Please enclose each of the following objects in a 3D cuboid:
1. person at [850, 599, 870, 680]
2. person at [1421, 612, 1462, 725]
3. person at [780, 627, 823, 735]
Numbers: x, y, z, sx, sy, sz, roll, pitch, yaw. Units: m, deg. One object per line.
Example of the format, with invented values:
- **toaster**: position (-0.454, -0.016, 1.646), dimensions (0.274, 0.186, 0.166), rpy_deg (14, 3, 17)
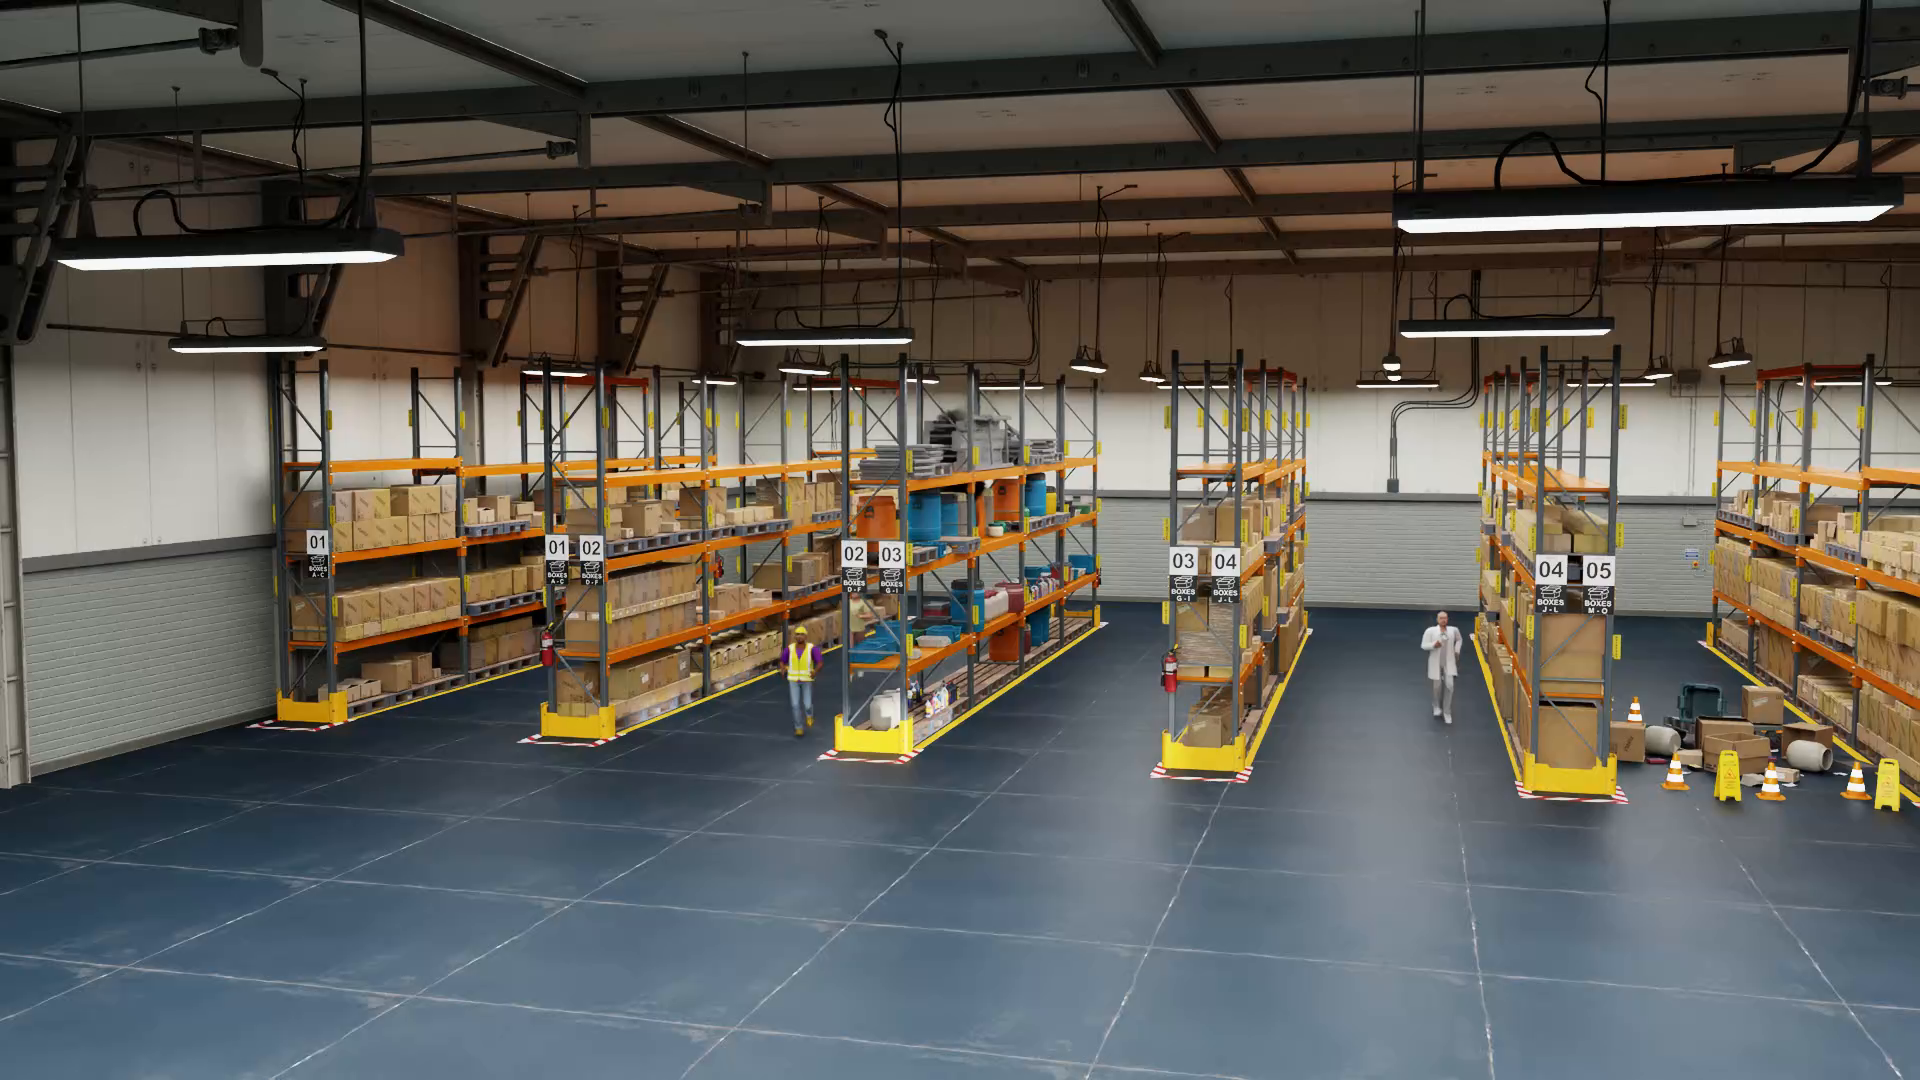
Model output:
- **person**: position (-1.902, 1.808, 30.276), dimensions (0.530, 1.447, 0.864), rpy_deg (0, 4, 6)
- **person**: position (8.043, 2.107, 27.753), dimensions (0.685, 1.831, 0.832), rpy_deg (1, 4, 11)
- **person**: position (-2.536, 2.232, 26.503), dimensions (0.700, 1.718, 0.625), rpy_deg (0, 4, 3)
